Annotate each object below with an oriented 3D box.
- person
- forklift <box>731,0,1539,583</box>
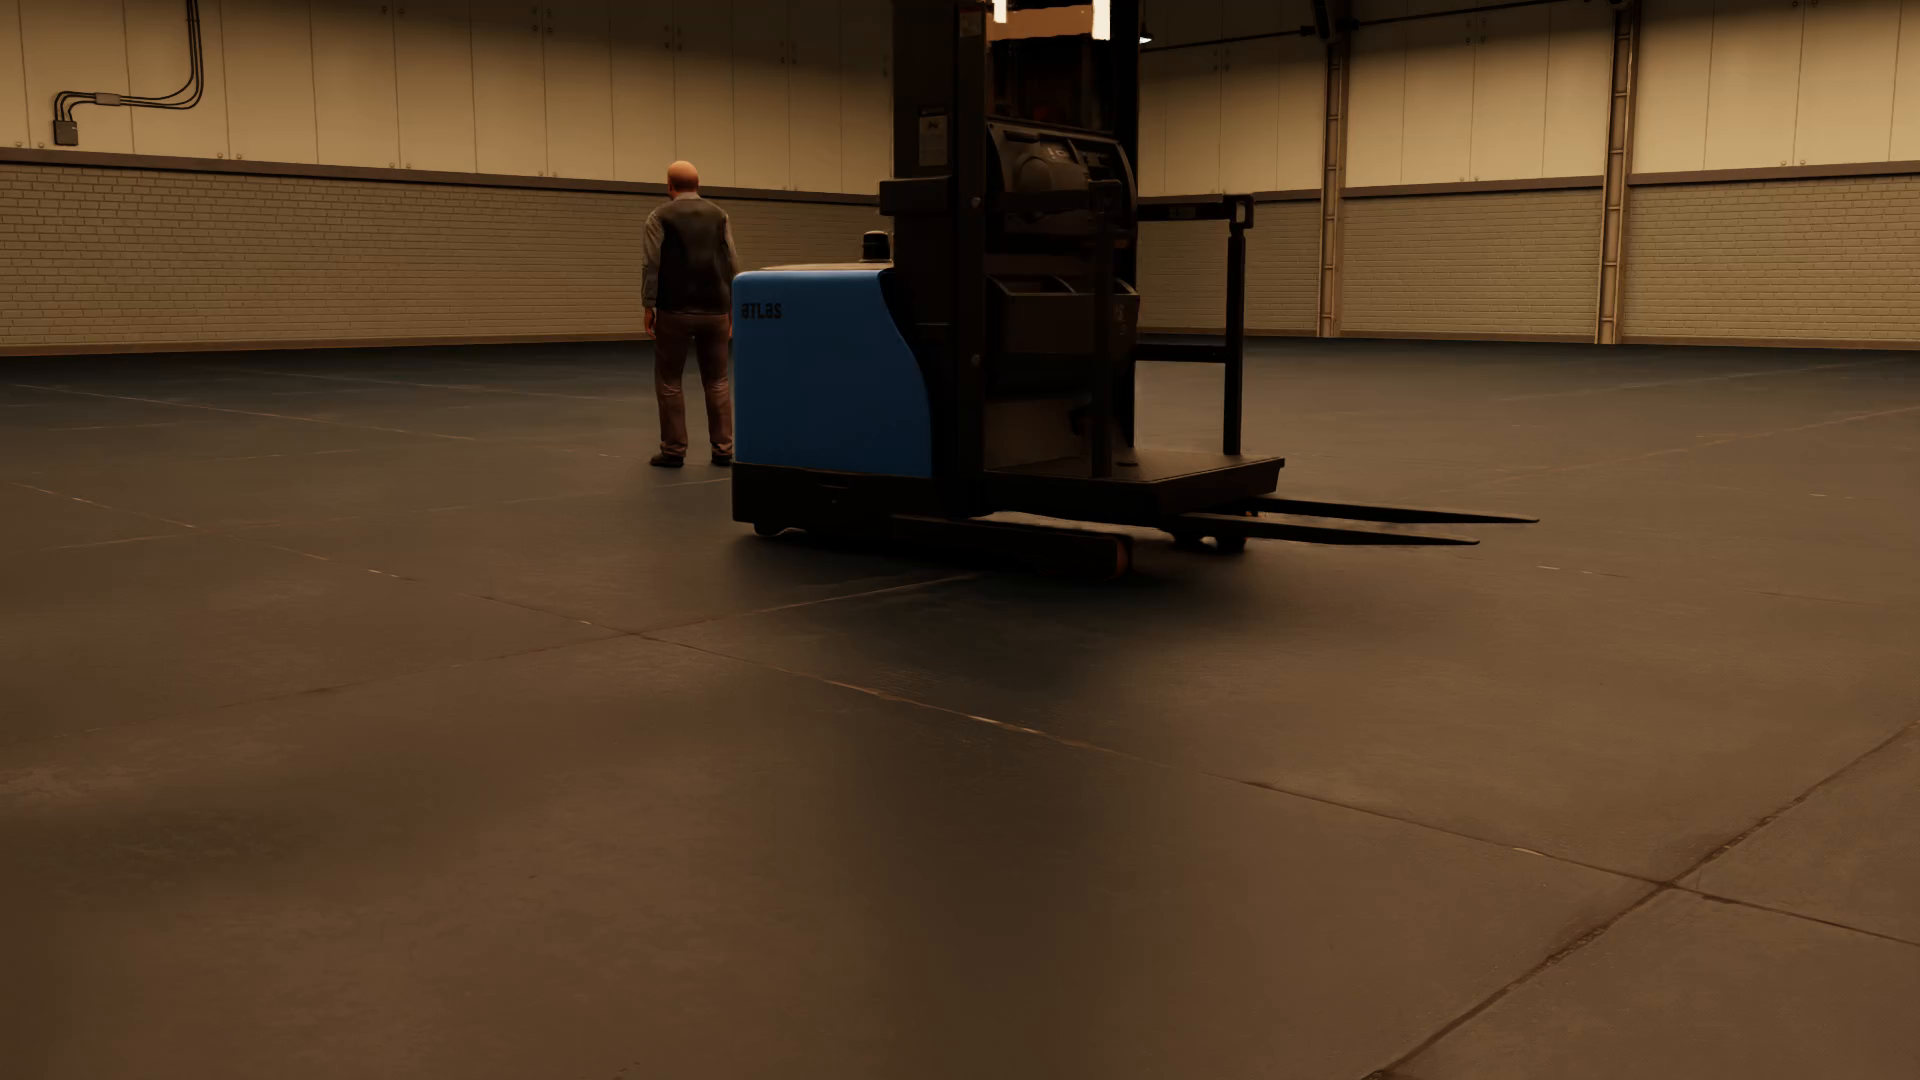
[{"bbox_3d":[-1.525,-1.278,9.441,0.583,1.721,0.433,-4,10,-27],"label":"person"},{"bbox_3d":[0.561,-1.392,6.115,3.031,2.935,1.130,6,11,35],"label":"forklift"}]
